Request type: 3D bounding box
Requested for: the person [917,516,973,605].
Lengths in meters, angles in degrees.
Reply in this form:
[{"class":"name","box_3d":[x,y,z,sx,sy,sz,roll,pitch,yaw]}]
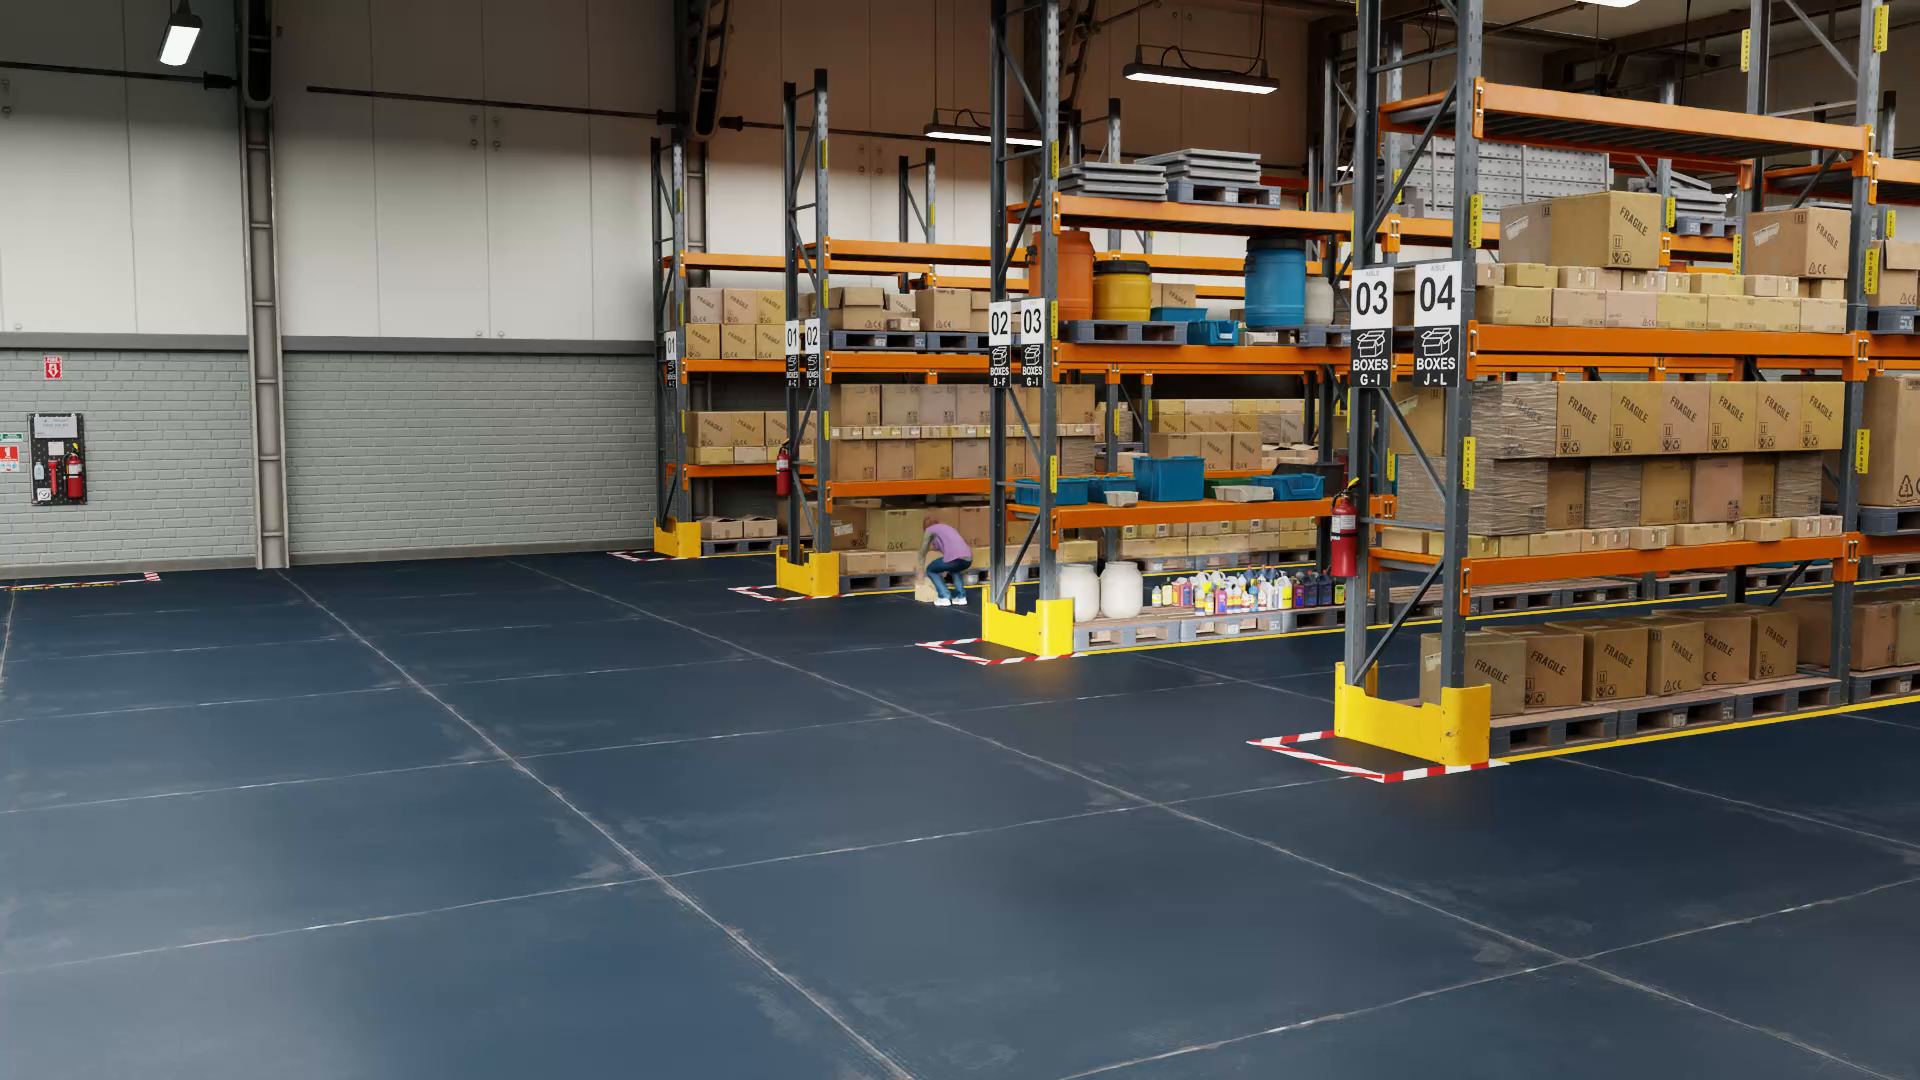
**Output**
[{"class":"person","box_3d":[-0.169,0.239,18.525,0.454,0.963,0.780,-3,6,-29]}]
